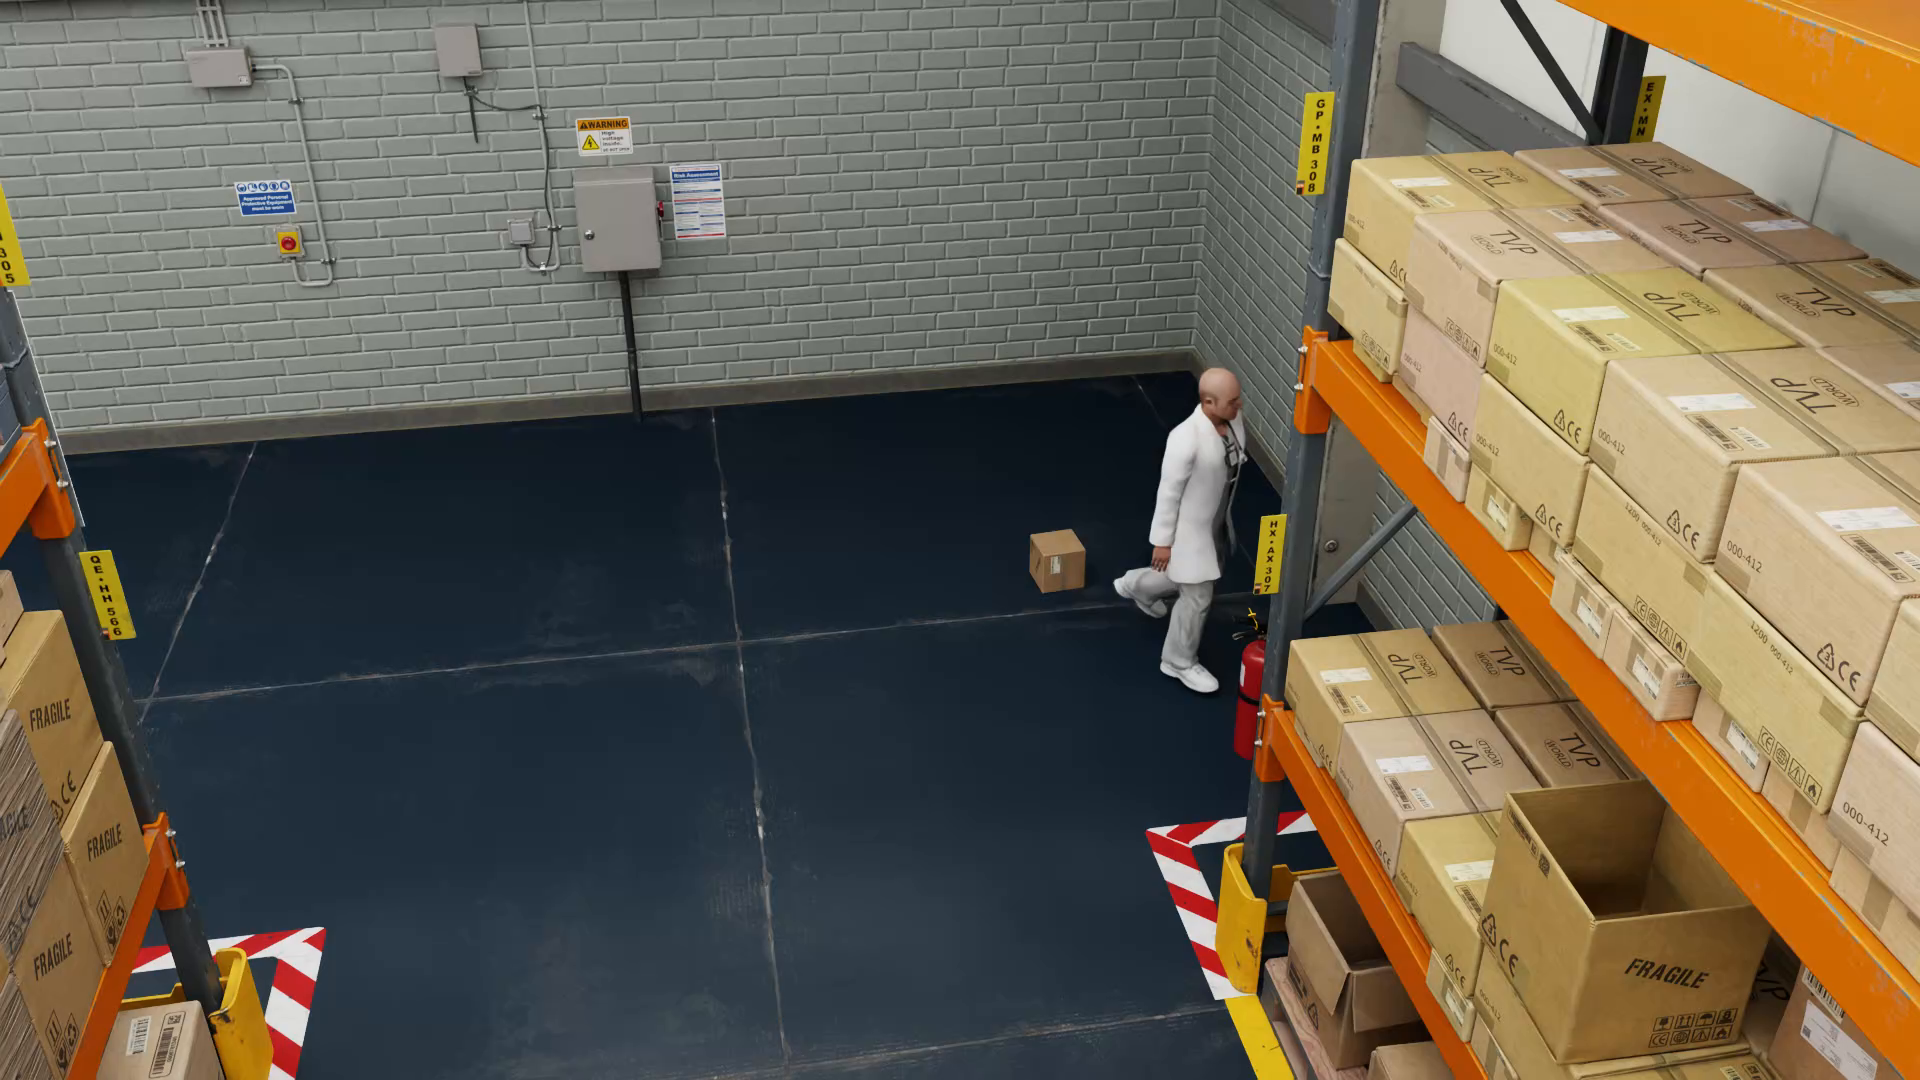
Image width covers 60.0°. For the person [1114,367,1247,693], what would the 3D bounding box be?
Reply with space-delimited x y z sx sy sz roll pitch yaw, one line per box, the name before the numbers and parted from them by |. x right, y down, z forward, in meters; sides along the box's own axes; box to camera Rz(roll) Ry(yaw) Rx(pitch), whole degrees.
person | 1.087 -0.127 8.358 0.781 1.752 0.626 22 37 33
